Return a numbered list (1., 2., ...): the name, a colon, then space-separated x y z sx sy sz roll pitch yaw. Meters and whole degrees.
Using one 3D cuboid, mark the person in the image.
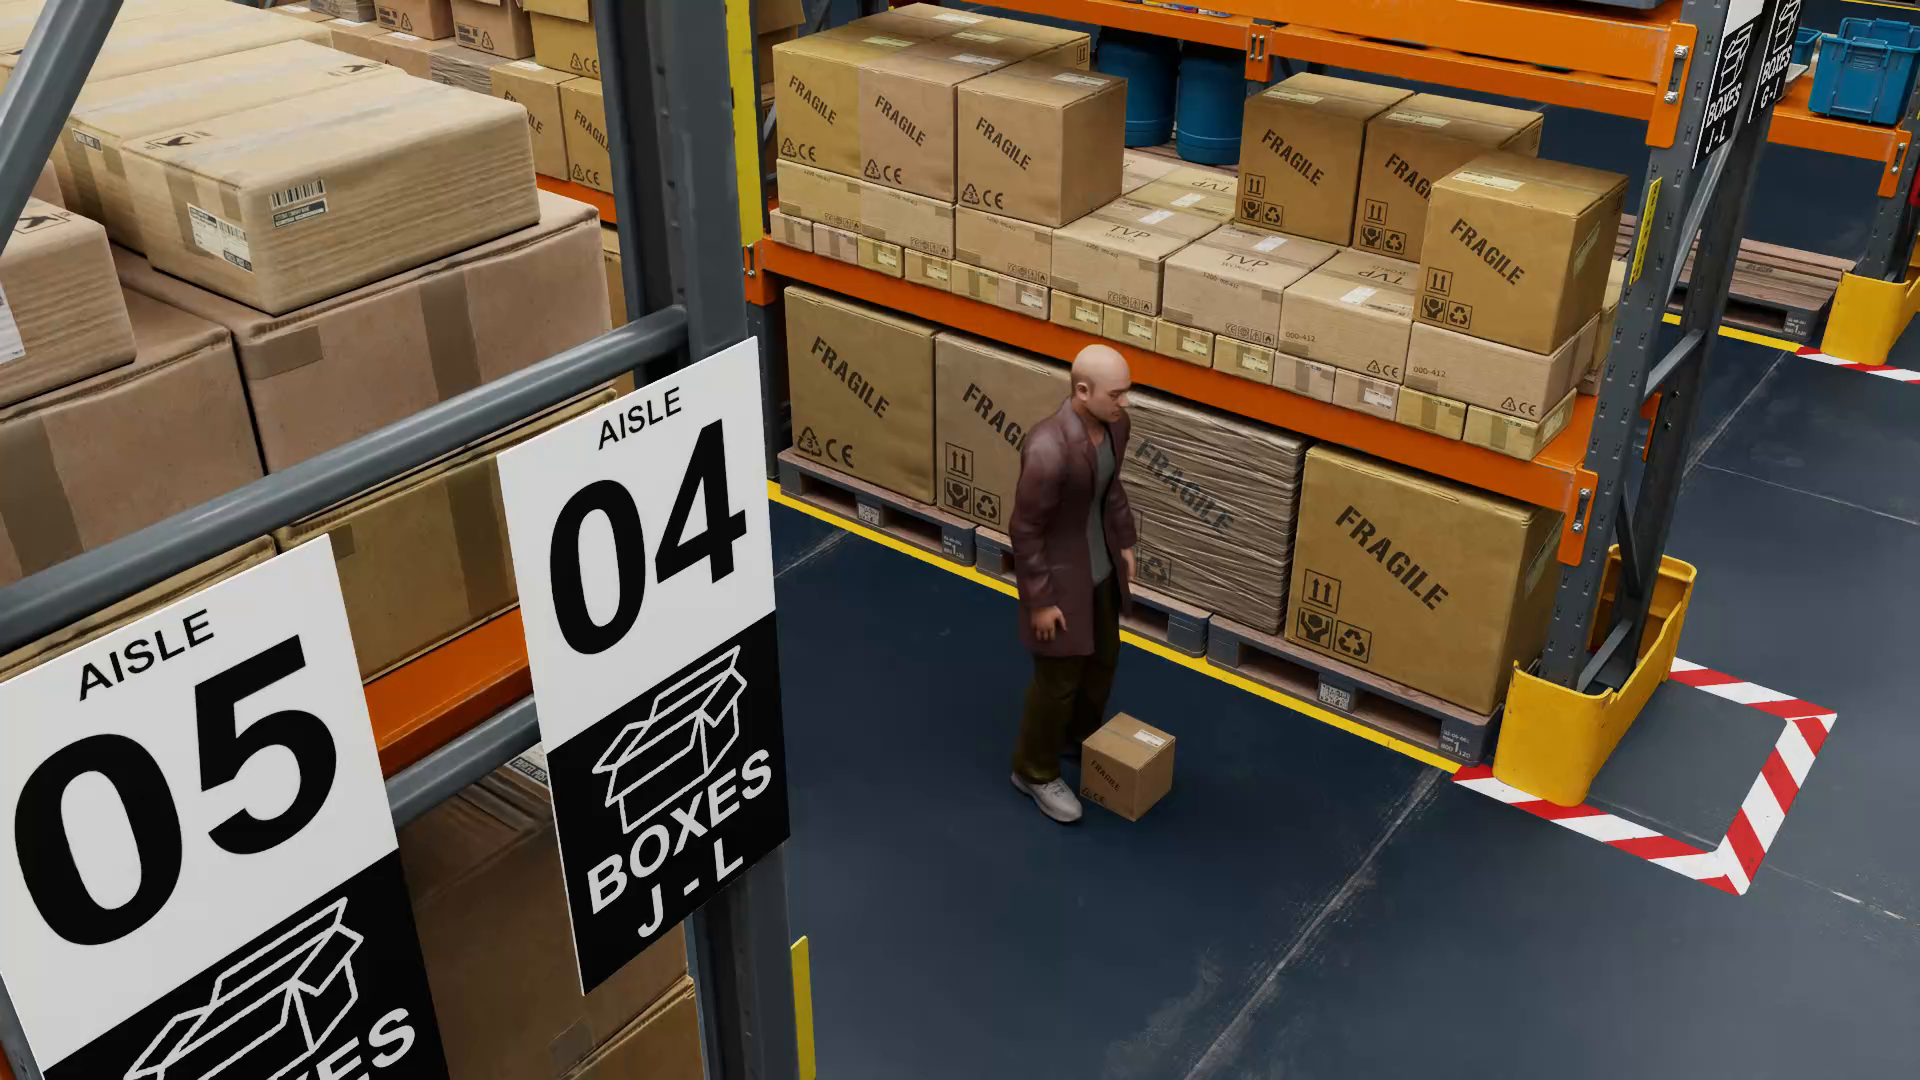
1. person: 0.419 0.123 5.937 0.428 1.774 0.644 21 37 32
